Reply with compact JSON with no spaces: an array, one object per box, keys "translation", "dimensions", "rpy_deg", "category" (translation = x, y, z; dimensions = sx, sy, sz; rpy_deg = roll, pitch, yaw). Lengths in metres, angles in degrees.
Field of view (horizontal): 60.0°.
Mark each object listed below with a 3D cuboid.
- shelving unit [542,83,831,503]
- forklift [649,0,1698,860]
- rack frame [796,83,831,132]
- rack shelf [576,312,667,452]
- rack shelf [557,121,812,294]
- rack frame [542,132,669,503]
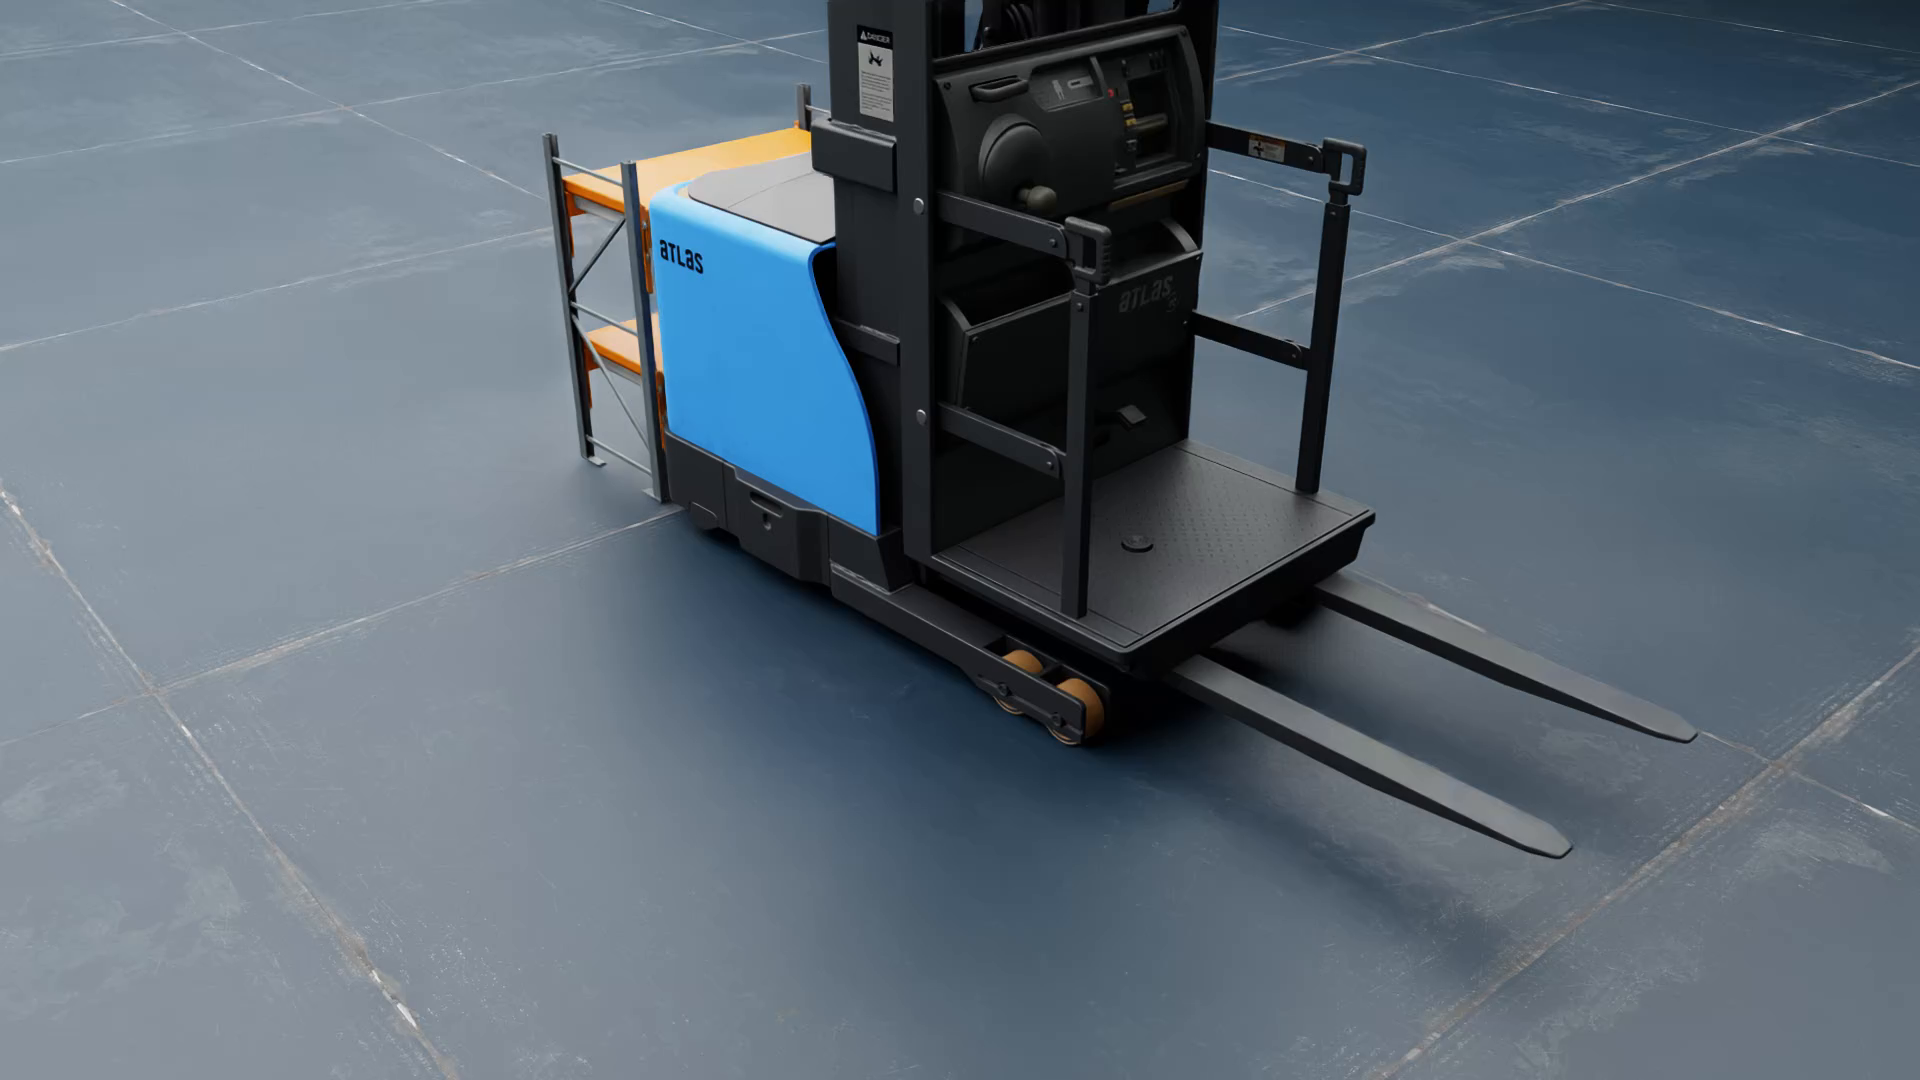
[{"translation":[-0.770,-0.872,5.684],"dimensions":[1.048,1.125,0.538],"rpy_deg":[-24,36,-37],"category":"shelving unit"},{"translation":[0.451,-1.043,4.092],"dimensions":[1.130,2.935,3.031],"rpy_deg":[-25,37,-38],"category":"forklift"},{"translation":[-0.397,-1.035,5.988],"dimensions":[0.032,1.125,0.500],"rpy_deg":[-24,36,-37],"category":"rack frame"},{"translation":[-0.769,-0.656,5.798],"dimensions":[1.000,0.278,0.538],"rpy_deg":[-24,36,-37],"category":"rack shelf"},{"translation":[-0.772,-1.131,5.547],"dimensions":[1.000,0.278,0.538],"rpy_deg":[-24,36,-37],"category":"rack shelf"},{"translation":[-1.144,-0.710,5.380],"dimensions":[0.032,1.125,0.500],"rpy_deg":[-24,36,-37],"category":"rack frame"}]
